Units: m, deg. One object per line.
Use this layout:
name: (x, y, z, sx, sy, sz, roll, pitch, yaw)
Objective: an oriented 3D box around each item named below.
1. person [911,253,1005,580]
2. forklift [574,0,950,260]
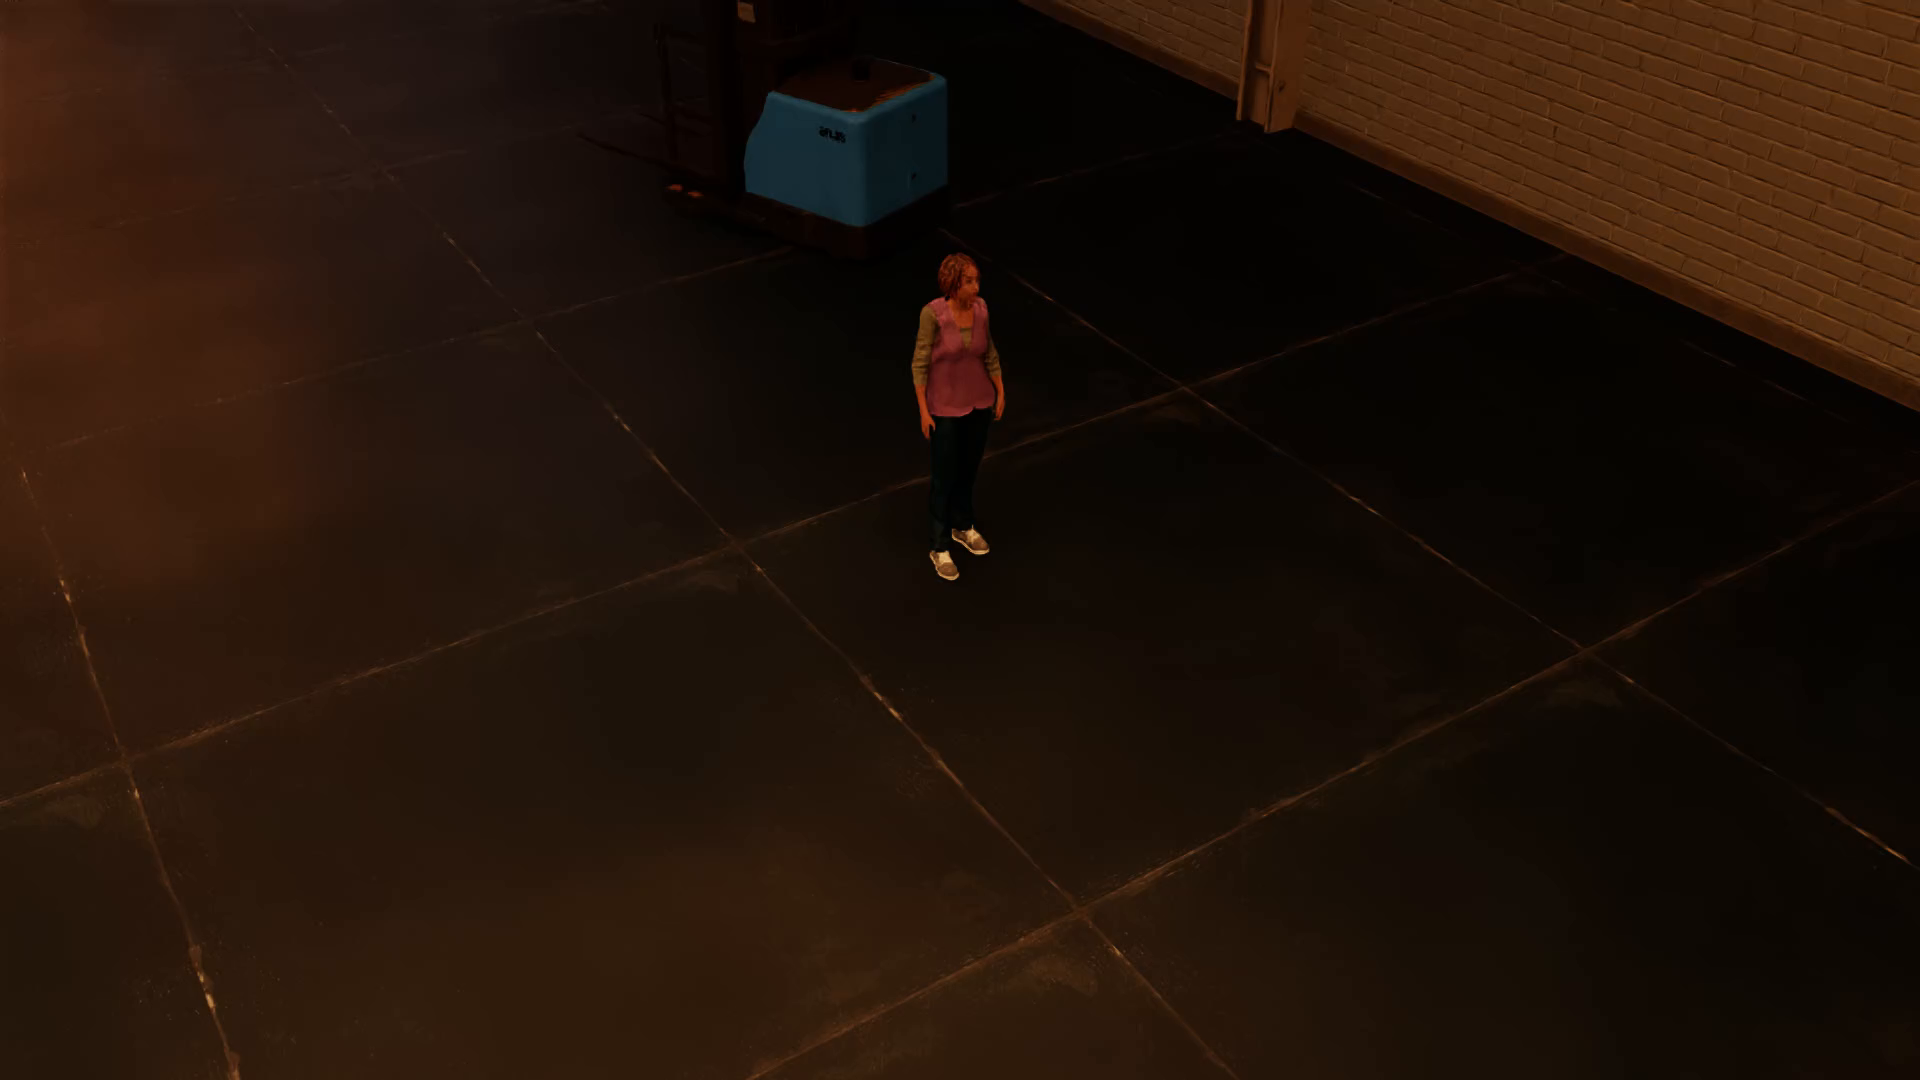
person: (0.029, -0.619, 8.177, 0.520, 1.597, 0.474, -21, 40, -27)
forklift: (-1.553, -3.780, 11.527, 3.031, 2.935, 1.130, 23, 41, 29)
